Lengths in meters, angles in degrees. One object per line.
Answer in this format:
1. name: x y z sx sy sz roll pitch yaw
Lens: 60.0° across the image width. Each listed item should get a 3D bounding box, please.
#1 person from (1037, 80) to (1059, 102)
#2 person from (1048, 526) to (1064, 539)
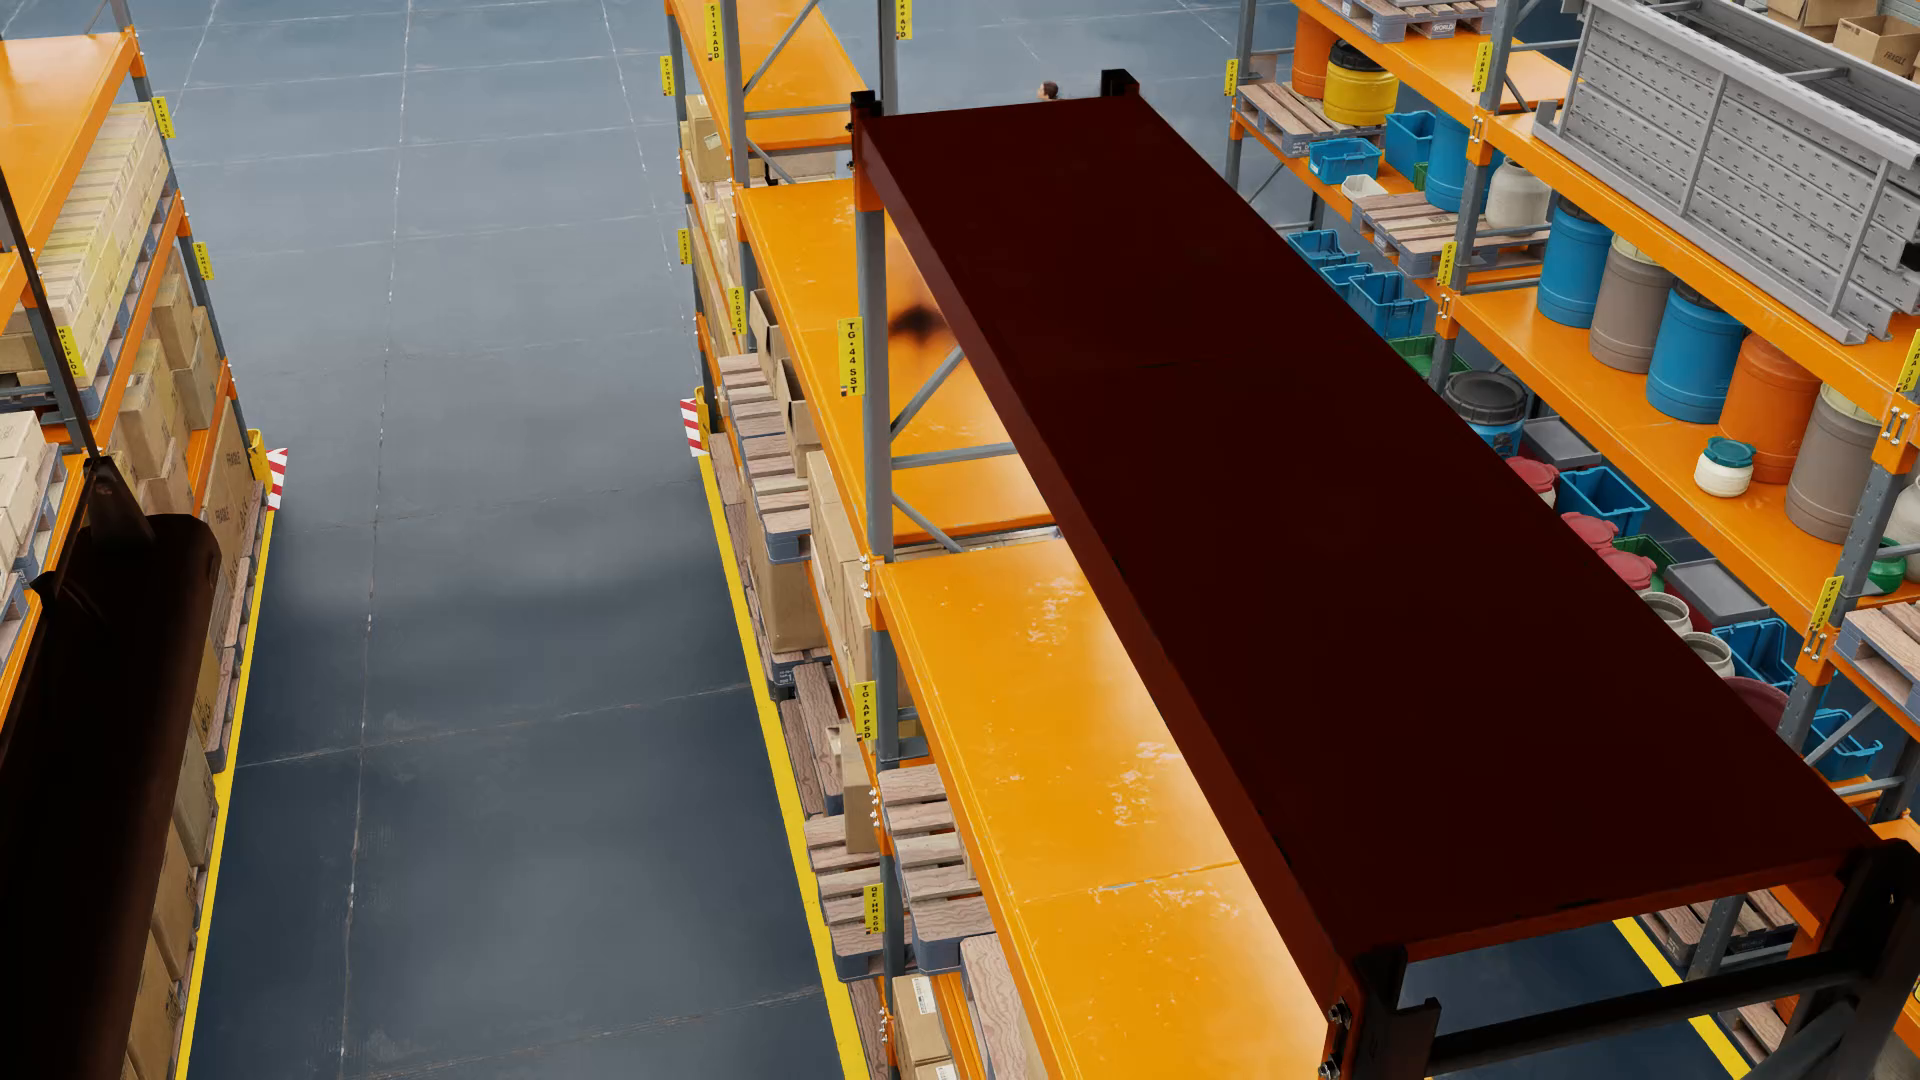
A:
1. person: 1.042 -4.494 19.249 0.626 1.584 0.580 5 35 7
2. person: 0.495 0.201 11.988 0.664 1.641 0.861 -12 36 -16
